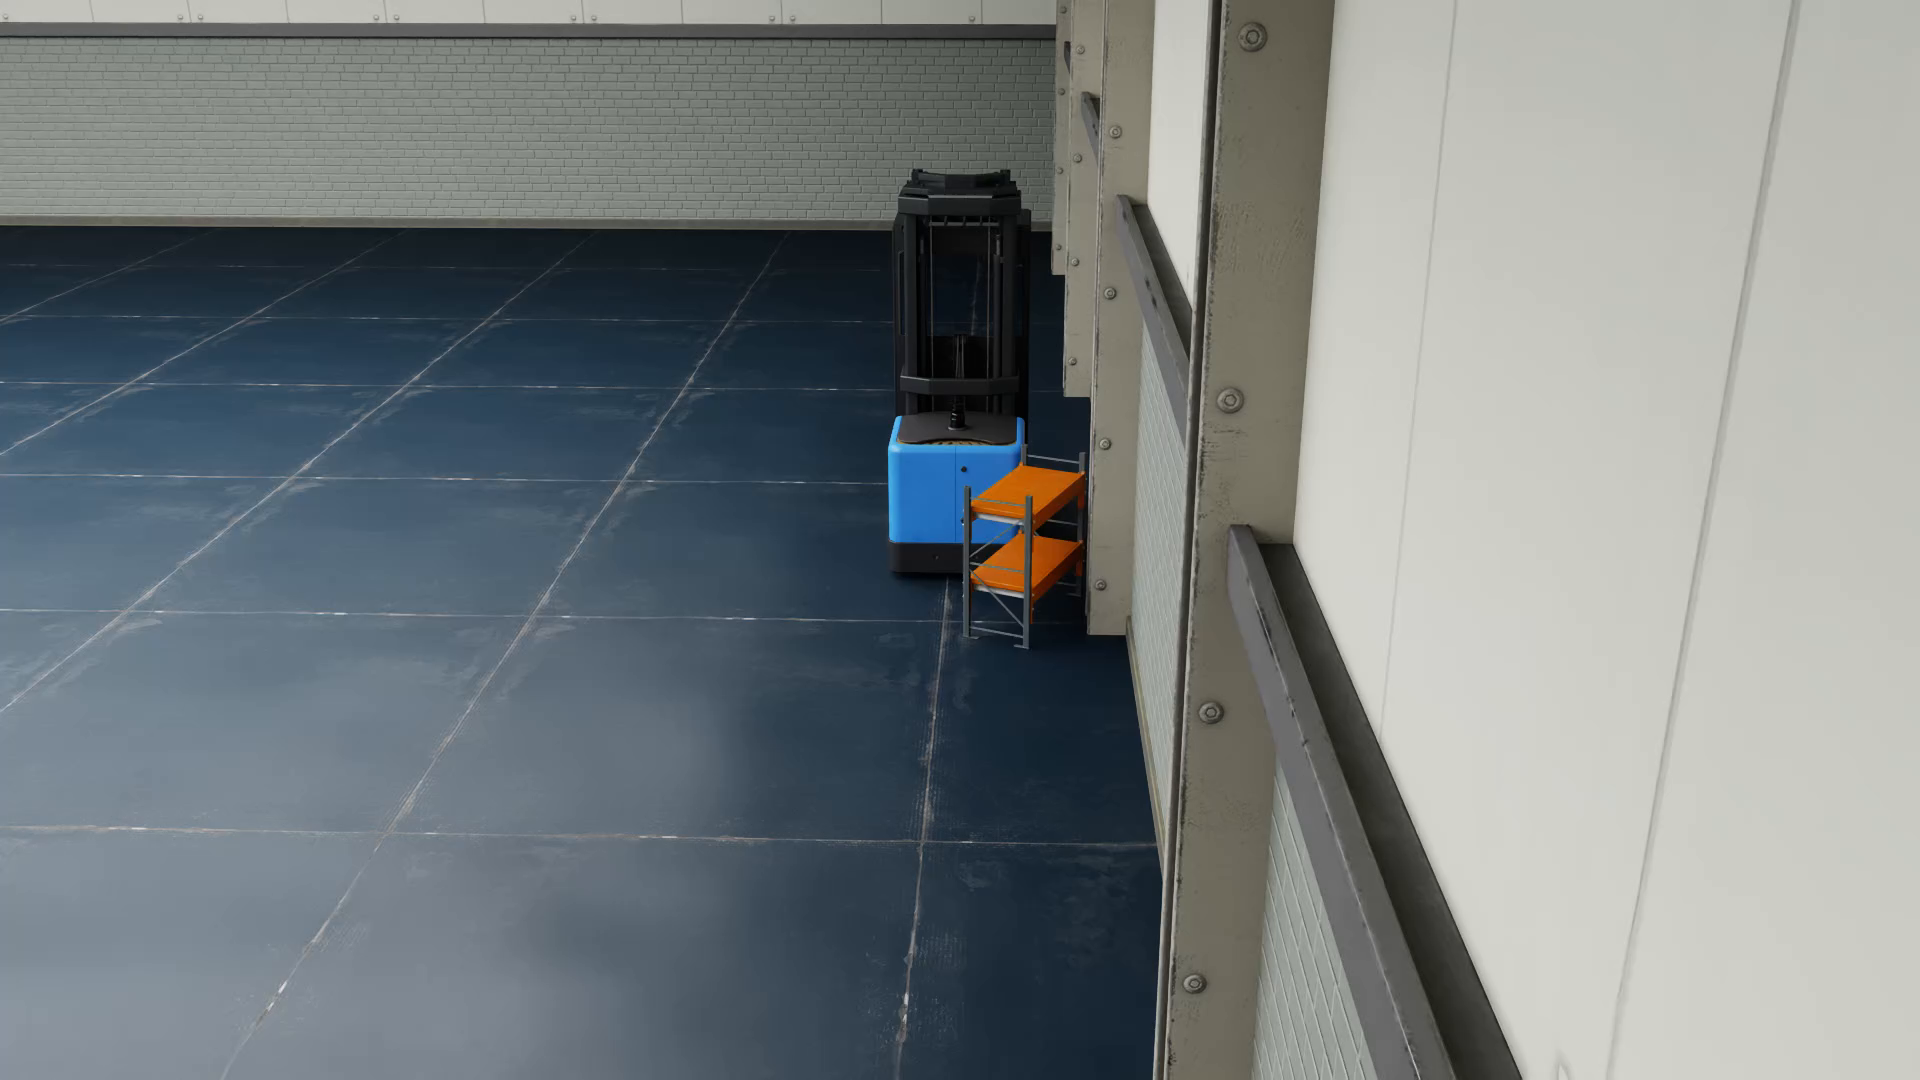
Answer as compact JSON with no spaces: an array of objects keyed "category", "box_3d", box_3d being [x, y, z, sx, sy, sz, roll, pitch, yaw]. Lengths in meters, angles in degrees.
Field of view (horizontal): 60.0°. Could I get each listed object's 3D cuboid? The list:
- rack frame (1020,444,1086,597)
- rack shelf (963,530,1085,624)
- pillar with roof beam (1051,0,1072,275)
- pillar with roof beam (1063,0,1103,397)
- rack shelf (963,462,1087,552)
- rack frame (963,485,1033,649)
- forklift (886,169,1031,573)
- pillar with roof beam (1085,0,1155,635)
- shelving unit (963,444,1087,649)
[{"category":"rack frame","box_3d":[0.683,-0.141,12.337,0.500,1.125,0.032,9,23,23]},{"category":"rack shelf","box_3d":[0.471,0.254,11.995,0.538,0.278,1.000,9,23,23]},{"category":"pillar with roof beam","box_3d":[-2.873,-7.981,21.658,9.100,9.000,0.400,1,21,2]},{"category":"pillar with roof beam","box_3d":[-3.056,-5.812,16.067,9.100,9.000,0.400,1,21,2]},{"category":"rack shelf","box_3d":[0.471,-0.247,11.801,0.538,0.278,1.000,9,23,23]},{"category":"rack frame","box_3d":[0.258,0.193,11.476,0.500,1.125,0.032,9,23,23]},{"category":"forklift","box_3d":[0.023,-1.594,13.586,1.130,2.935,3.031,1,21,2]},{"category":"pillar with roof beam","box_3d":[-3.238,-3.642,10.476,9.100,9.000,0.400,1,21,2]},{"category":"shelving unit","box_3d":[0.471,0.026,11.907,0.538,1.125,1.048,9,23,23]}]
